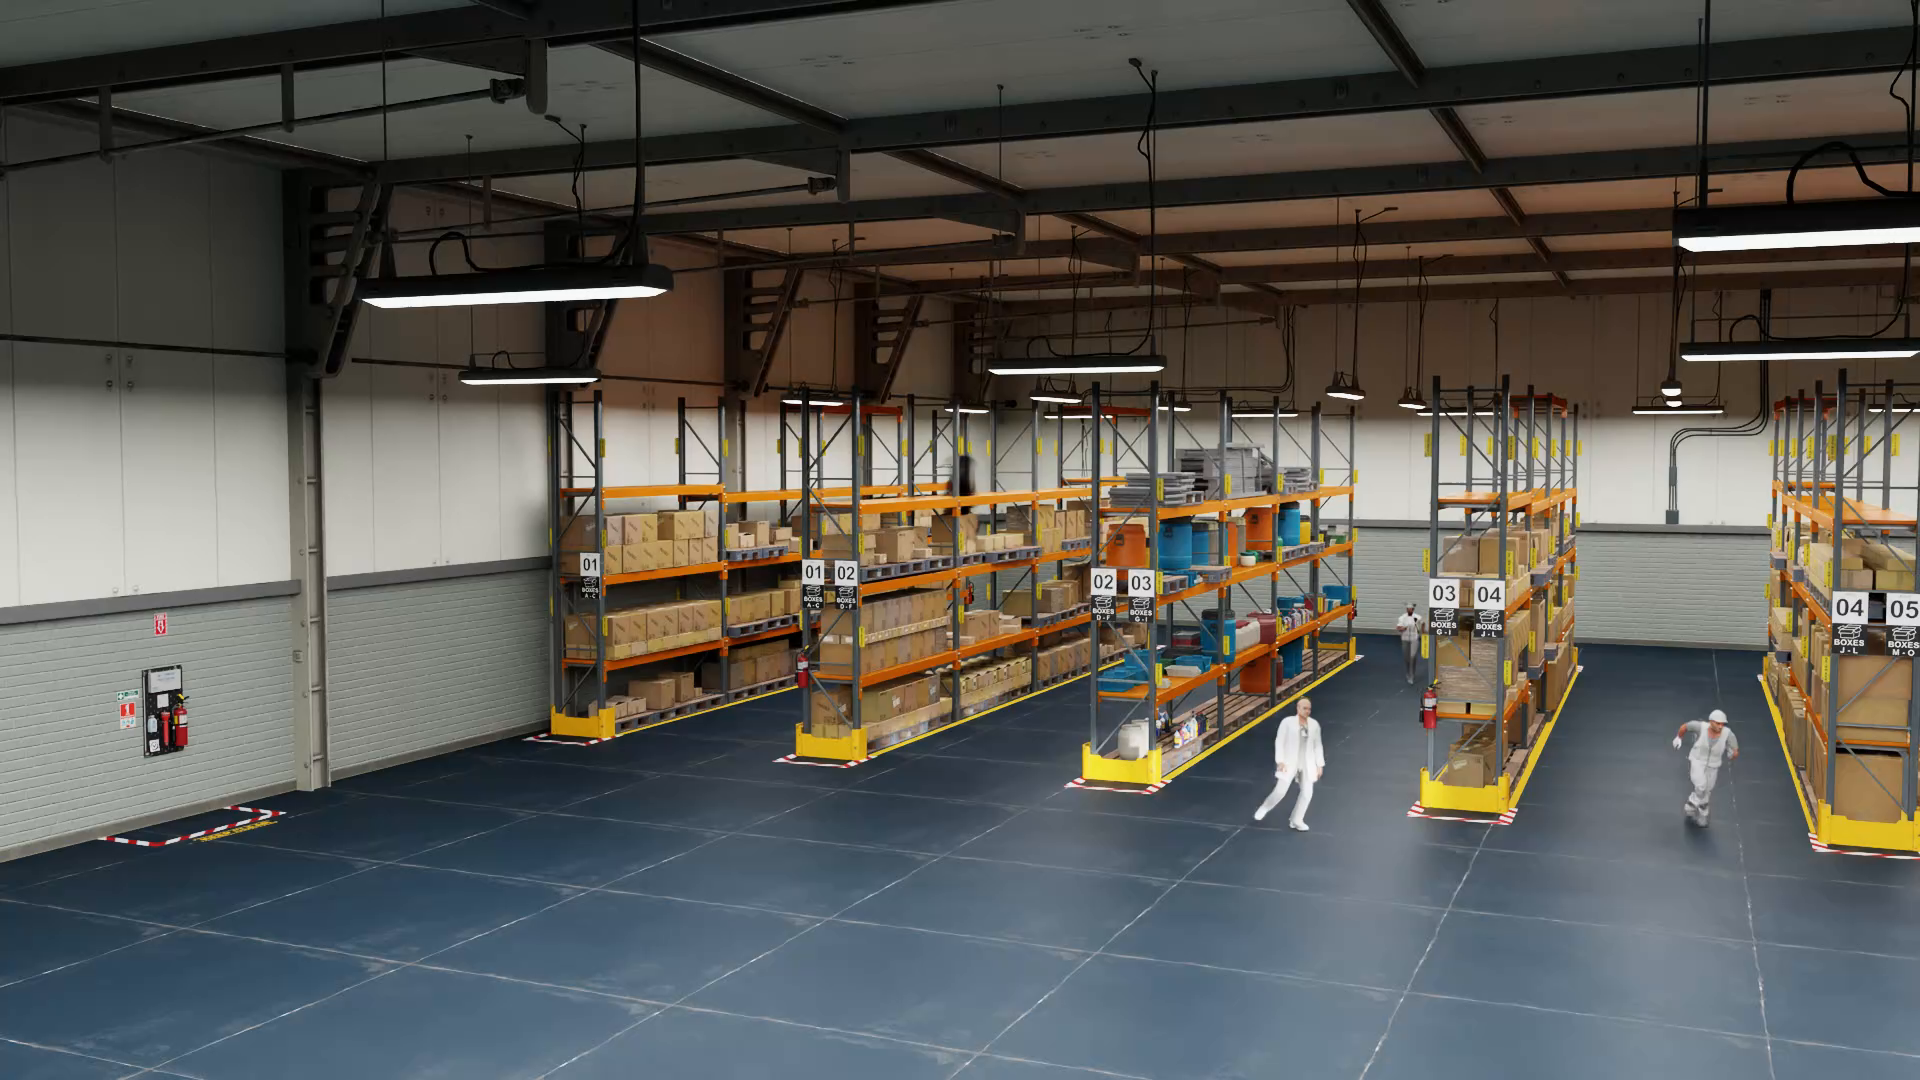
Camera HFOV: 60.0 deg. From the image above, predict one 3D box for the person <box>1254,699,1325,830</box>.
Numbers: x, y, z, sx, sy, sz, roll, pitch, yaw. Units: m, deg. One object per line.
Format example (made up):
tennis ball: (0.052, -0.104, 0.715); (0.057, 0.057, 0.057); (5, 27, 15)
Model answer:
person: (4.347, 2.923, 21.870); (0.876, 1.714, 0.654); (0, 3, -4)

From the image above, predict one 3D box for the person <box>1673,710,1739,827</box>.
person: (9.862, 2.975, 21.970); (0.675, 1.564, 1.099); (0, 3, 8)

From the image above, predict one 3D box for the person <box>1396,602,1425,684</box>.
person: (9.652, 2.181, 35.645); (0.559, 1.740, 0.861); (1, 3, 22)
